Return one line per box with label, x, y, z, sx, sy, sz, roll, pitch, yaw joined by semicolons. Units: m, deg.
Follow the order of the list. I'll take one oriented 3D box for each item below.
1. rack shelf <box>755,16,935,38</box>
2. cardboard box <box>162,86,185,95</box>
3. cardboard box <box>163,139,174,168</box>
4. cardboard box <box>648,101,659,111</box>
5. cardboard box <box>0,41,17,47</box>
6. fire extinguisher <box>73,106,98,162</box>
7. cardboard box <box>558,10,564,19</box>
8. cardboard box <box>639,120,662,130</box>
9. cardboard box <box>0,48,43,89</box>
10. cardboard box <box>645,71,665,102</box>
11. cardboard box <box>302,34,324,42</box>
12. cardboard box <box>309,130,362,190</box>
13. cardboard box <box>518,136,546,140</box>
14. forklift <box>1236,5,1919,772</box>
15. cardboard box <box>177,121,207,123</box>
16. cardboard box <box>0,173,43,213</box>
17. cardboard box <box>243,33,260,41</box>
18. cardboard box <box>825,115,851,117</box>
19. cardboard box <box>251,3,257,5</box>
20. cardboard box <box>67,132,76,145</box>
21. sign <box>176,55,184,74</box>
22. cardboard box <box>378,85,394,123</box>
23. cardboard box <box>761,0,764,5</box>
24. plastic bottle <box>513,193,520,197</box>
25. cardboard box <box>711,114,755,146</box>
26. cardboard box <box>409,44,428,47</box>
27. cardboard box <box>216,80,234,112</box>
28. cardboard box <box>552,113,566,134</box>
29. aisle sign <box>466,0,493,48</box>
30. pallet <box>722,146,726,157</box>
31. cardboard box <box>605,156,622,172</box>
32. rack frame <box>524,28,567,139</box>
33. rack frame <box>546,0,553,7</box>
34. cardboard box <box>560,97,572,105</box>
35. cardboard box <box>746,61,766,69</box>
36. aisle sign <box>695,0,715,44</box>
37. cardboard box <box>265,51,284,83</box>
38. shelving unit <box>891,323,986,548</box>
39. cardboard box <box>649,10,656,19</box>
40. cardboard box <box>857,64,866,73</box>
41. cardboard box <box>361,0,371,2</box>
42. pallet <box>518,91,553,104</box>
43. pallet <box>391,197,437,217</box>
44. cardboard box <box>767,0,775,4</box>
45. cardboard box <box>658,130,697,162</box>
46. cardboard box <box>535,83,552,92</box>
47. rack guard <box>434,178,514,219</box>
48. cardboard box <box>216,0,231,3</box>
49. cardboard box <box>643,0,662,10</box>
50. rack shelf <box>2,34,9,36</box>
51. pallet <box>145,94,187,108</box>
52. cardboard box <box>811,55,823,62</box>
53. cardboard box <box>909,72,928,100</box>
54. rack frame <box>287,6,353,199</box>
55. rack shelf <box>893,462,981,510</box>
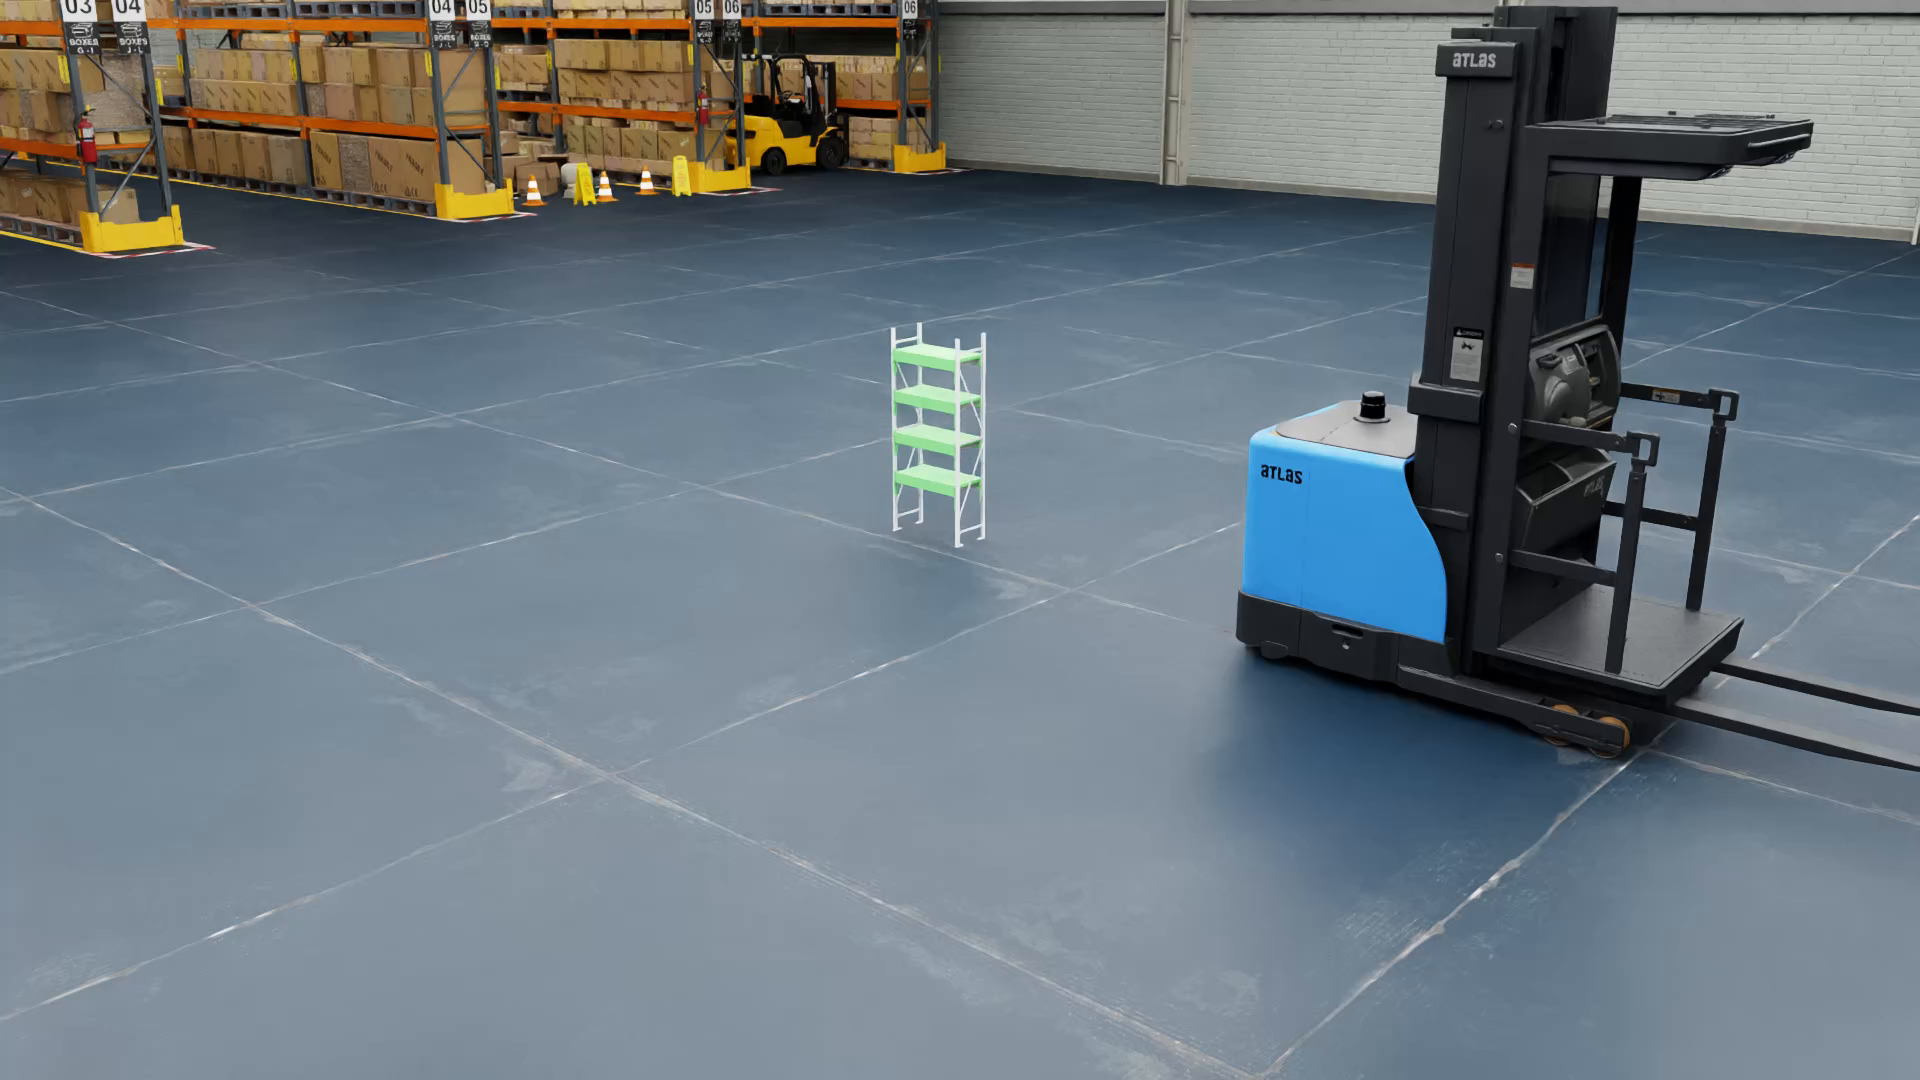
rack shelf;-2.283;-10.071;32.617;4.000;0.370;1.077;15;23;39
cardboard box;-13.947;-8.000;29.583;0.250;0.149;0.380;16;23;40
cardboard box;-14.324;-7.112;30.500;0.500;0.500;0.500;16;24;41
cardboard box;-5.154;-7.493;28.678;0.250;0.149;0.380;16;23;40
cardboard box;-14.150;-6.697;24.070;1.000;1.000;1.000;15;23;40
fire extinguisher;-10.877;-5.053;20.702;0.183;0.674;0.296;15;23;39
cardboard box;-7.000;-9.453;29.895;0.250;0.149;0.380;15;23;38
cardboard box;-5.356;-7.227;28.963;0.250;0.149;0.380;16;23;40
cardboard box;-12.351;-6.240;22.004;0.500;0.500;0.500;15;23;39
cardboard box;-5.039;-7.797;28.563;0.500;0.500;0.500;15;23;39
cardboard box;-14.002;-10.868;36.008;0.250;0.149;0.380;15;23;39
cardboard box;-9.857;-6.167;26.904;0.875;0.875;0.875;15;23;40
cardboard box;-8.526;-7.597;32.242;0.625;0.372;0.950;16;24;41
forklift;2.762;-0.684;6.922;3.031;2.935;1.130;14;23;38
cardboard box;-14.369;-7.688;31.077;0.500;0.250;0.500;15;23;40
cardboard box;-13.376;-4.939;23.655;0.500;0.500;0.500;14;22;38
cardboard box;-15.964;-11.371;37.592;0.250;0.149;0.380;16;23;40
cardboard box;-2.482;-8.274;32.924;0.500;0.250;0.500;14;23;38
cardboard box;-15.650;-12.208;37.548;0.500;0.250;0.500;13;21;34
cardboard box;-11.194;-5.158;21.321;0.250;0.149;0.380;15;23;39
sign;-13.626;-8.314;29.068;0.005;0.325;0.100;15;23;39
cardboard box;-8.358;-6.701;25.519;0.550;0.550;0.875;15;23;39
cardboard box;-4.283;-11.158;34.410;0.250;0.149;0.380;15;23;39
plastic bottle;-7.425;-5.708;27.495;0.283;0.061;0.133;7;19;21
cardboard box;-4.752;-8.714;35.342;0.625;0.625;0.875;15;23;39
cardboard box;-10.623;-9.634;33.191;0.500;0.500;0.500;14;23;38
cardboard box;-12.357;-7.619;28.494;0.500;0.500;0.500;15;23;39
cardboard box;-9.145;-9.748;38.807;0.500;0.500;0.500;15;23;39
aisle sign;-7.037;-7.611;24.339;0.004;0.787;0.394;15;23;39
pallet;-4.356;-8.196;35.087;1.213;0.211;1.003;15;23;39
cardboard box;-6.003;-6.762;29.810;0.500;0.250;0.500;15;23;39
rack frame;-9.762;-10.992;39.289;0.127;3.000;1.000;15;23;39
rack frame;-7.071;-11.122;29.779;0.127;3.000;1.000;15;23;39
cardboard box;-7.048;-8.006;30.296;0.250;0.149;0.380;15;23;39
cardboard box;-4.182;-9.761;34.172;0.250;0.149;0.380;16;24;41
aisle sign;-4.225;-8.620;27.517;0.004;0.787;0.394;15;23;39
cardboard box;-11.042;-7.847;27.561;0.500;0.500;0.700;15;23;38
shelving unit;-0.124;-0.605;9.535;0.503;1.200;0.258;15;23;39
cardboard box;-5.061;-8.947;28.301;0.250;0.149;0.380;15;23;40
cardboard box;-1.774;-9.109;32.116;0.250;0.149;0.380;15;23;39
cardboard box;-8.713;-8.122;24.841;0.250;0.149;0.380;15;23;40
pallet;-7.546;-8.357;31.303;1.213;0.211;1.003;15;23;39
pallet;-7.939;-5.132;25.435;1.213;0.211;1.003;15;23;39
cardboard box;-3.645;-10.785;33.233;0.250;0.149;0.380;16;23;40
cardboard box;-4.851;-6.808;28.716;0.500;0.500;0.500;15;23;40
cardboard box;-7.639;-8.383;30.790;0.250;0.149;0.380;15;23;40
rack guard;-7.271;-5.122;24.926;0.348;0.500;1.175;15;23;39
cardboard box;-12.118;-9.161;27.849;0.500;0.311;0.500;15;23;38
cardboard box;-5.007;-9.105;28.140;0.500;0.250;0.500;15;23;39
rack shelf;-17.760;-10.217;33.075;4.000;0.370;1.077;15;23;39
pallet;-13.876;-7.953;30.028;1.003;0.211;1.213;15;23;39
cardboard box;-2.721;-9.513;32.897;0.250;0.149;0.380;15;23;39
cardboard box;-0.973;-8.793;32.193;0.500;0.500;0.500;16;24;41
rack frame;-10.281;-7.122;27.094;0.127;3.000;1.000;15;23;39
rack shelf;-0.124;-0.315;9.627;0.480;0.148;0.258;15;23;39
